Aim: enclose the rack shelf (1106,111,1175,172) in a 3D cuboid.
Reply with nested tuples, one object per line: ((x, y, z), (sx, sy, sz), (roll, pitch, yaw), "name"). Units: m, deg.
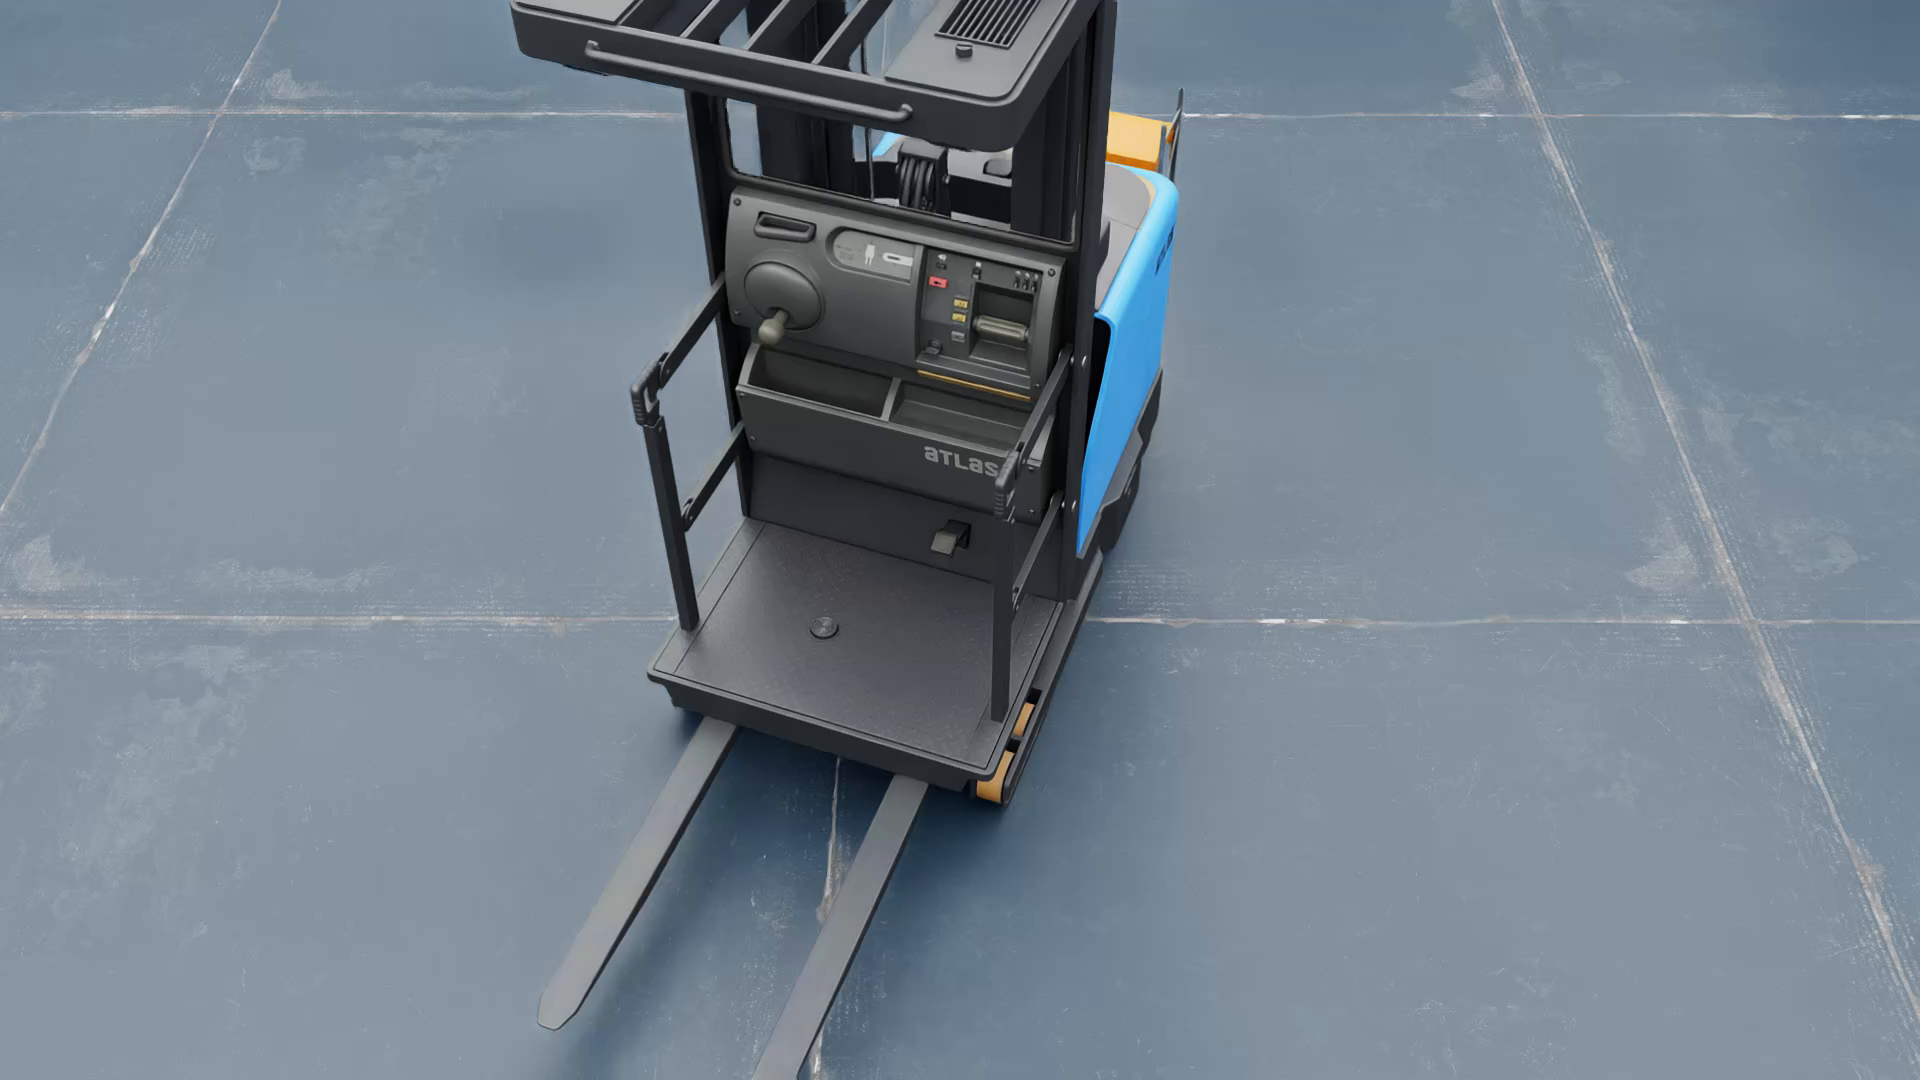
((0.467, -1.337, 5.638), (0.480, 0.148, 0.258), (15, 49, 14), "rack shelf")

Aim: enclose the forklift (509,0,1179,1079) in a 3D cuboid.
((-0.260, -0.557, 4.266), (1.130, 2.935, 3.031), (15, 49, 14), "forklift")

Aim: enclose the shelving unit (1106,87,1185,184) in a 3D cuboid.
((0.467, -1.069, 5.925), (0.503, 1.200, 0.258), (15, 49, 14), "shelving unit")

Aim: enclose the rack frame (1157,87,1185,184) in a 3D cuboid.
((0.696, -1.008, 5.868), (0.015, 1.200, 0.240), (15, 49, 14), "rack frame")
